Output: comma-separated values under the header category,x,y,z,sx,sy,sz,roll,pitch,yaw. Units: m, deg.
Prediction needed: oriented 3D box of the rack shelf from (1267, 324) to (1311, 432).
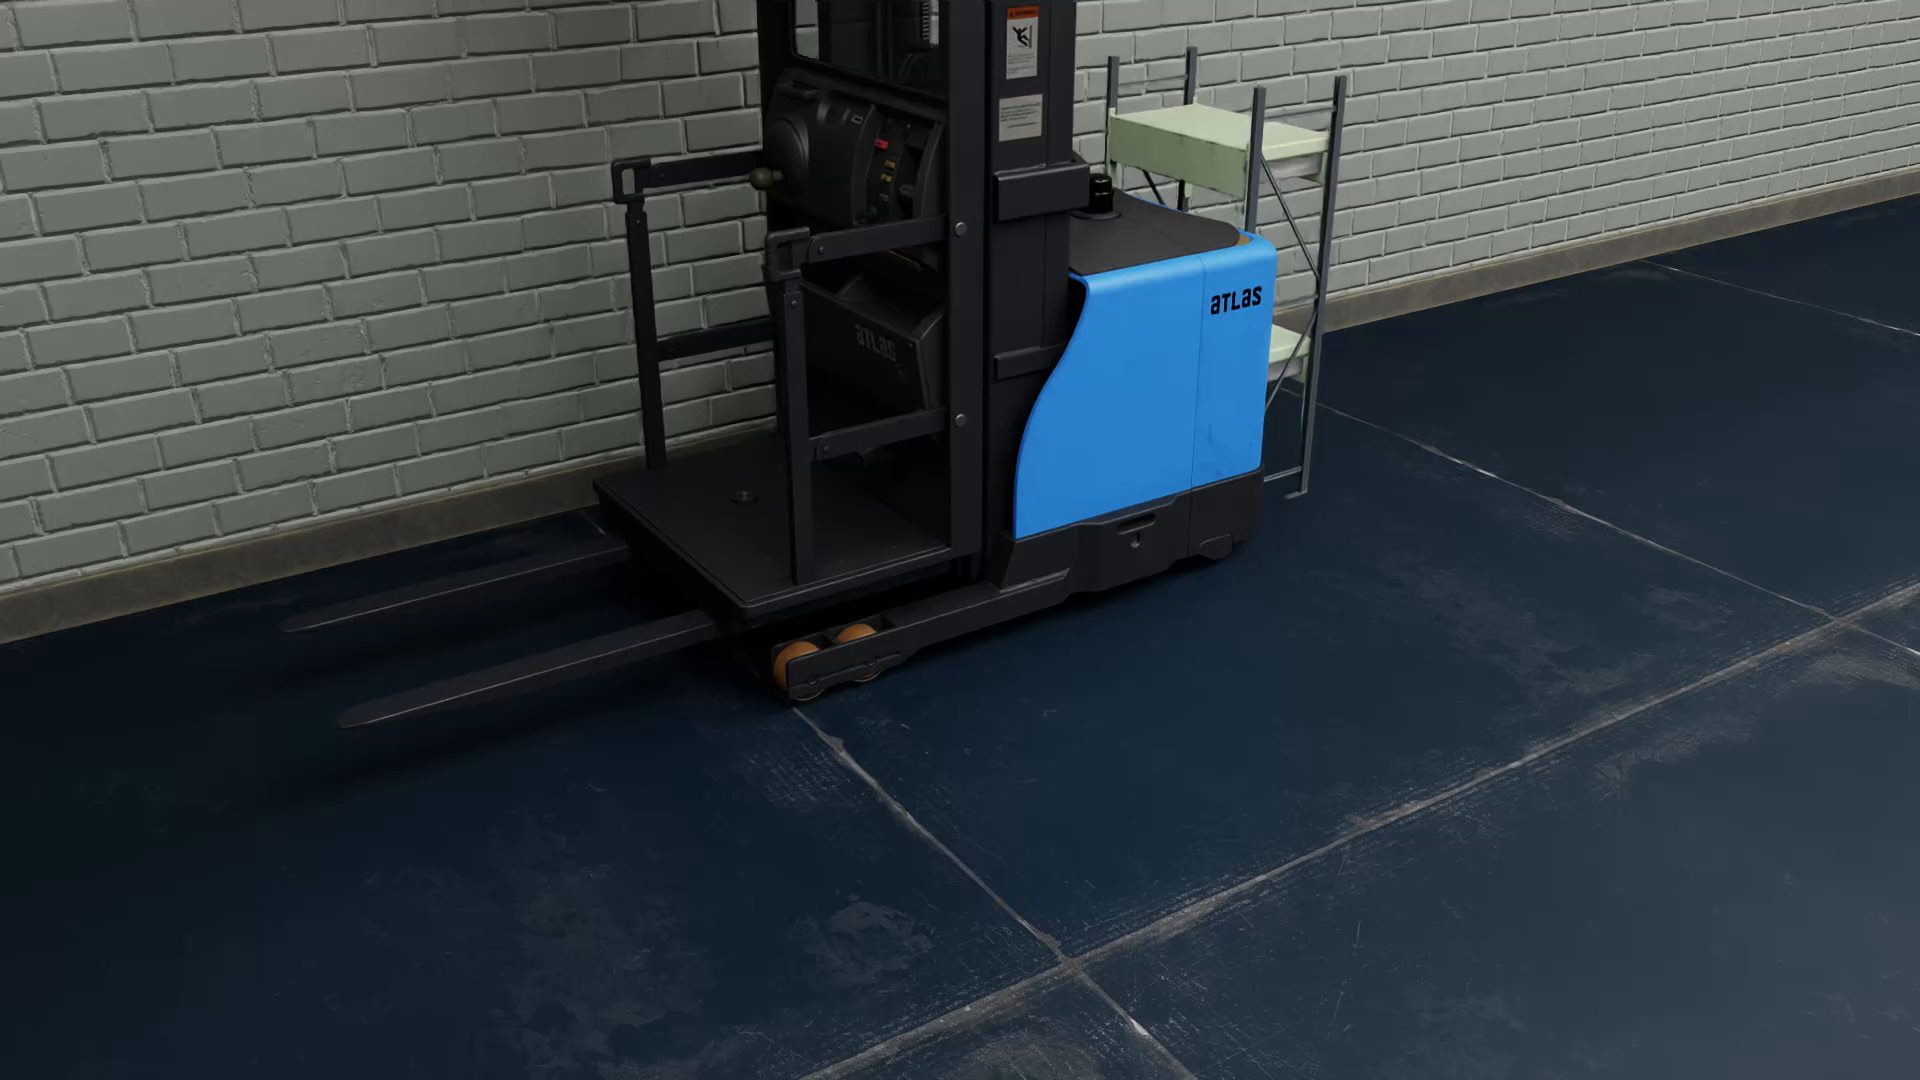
category,x,y,z,sx,sy,sz,roll,pitch,yaw
rack shelf,0.897,-0.638,6.109,0.431,0.370,0.720,-16,30,-31

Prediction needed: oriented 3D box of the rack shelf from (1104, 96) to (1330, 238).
category,x,y,z,sx,sy,sz,roll,pitch,yaw
rack shelf,0.897,-1.286,5.803,0.431,0.370,0.720,-16,30,-31

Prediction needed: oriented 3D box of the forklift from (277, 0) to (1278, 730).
category,x,y,z,sx,sy,sz,roll,pitch,yaw
forklift,-0.491,-1.121,4.691,3.031,2.935,1.130,-16,30,-30

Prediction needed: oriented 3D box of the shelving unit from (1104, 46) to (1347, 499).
category,x,y,z,sx,sy,sz,roll,pitch,yaw
shelving unit,0.897,-0.933,5.970,0.431,1.500,0.755,-16,30,-31

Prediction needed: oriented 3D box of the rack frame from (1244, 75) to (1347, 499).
category,x,y,z,sx,sy,sz,roll,pitch,yaw
rack frame,1.104,-0.804,5.697,0.400,1.500,0.023,-16,30,-31

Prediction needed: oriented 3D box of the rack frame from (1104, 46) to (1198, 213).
category,x,y,z,sx,sy,sz,roll,pitch,yaw
rack frame,0.690,-1.062,6.242,0.400,1.500,0.023,-16,30,-31
